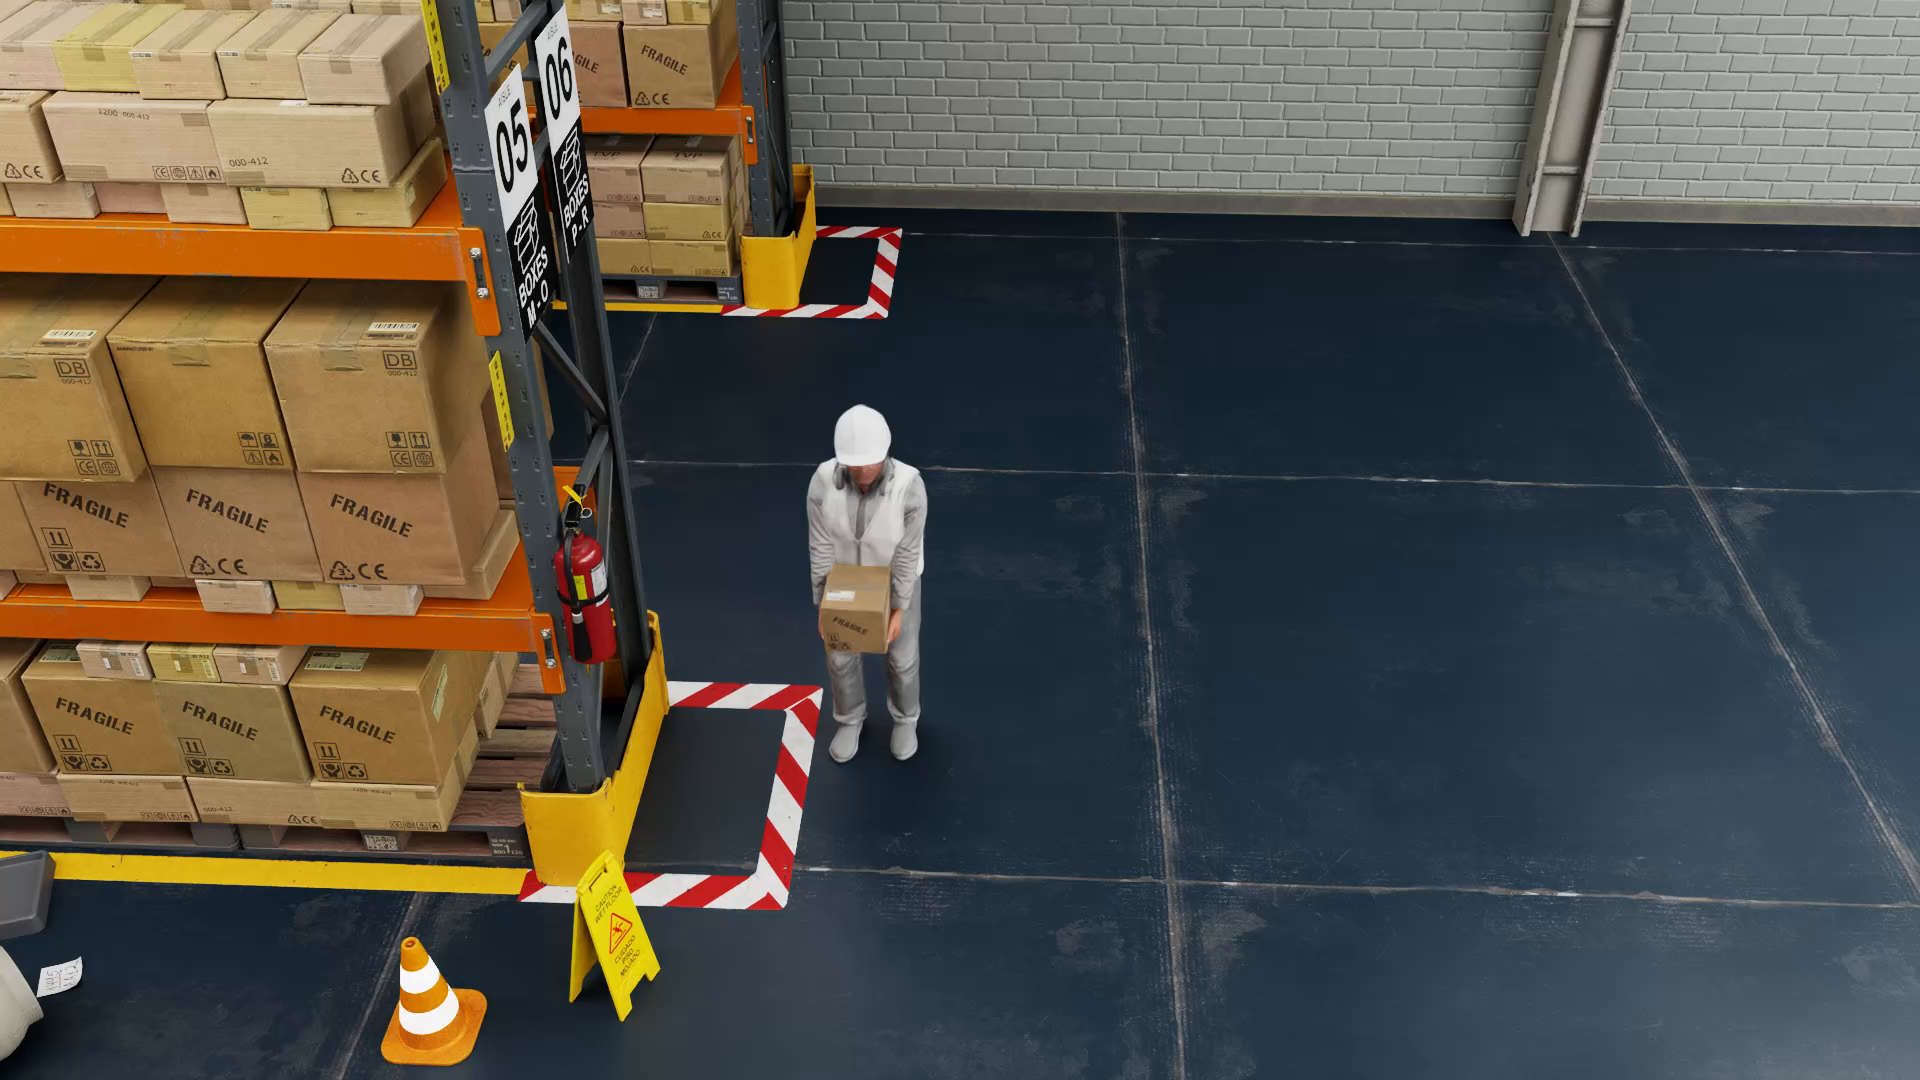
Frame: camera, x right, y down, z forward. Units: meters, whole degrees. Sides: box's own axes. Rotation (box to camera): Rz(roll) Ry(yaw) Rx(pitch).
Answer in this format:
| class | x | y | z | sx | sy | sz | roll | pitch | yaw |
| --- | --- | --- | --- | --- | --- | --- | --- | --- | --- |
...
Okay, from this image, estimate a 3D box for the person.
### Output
| class | x | y | z | sx | sy | sz | roll | pitch | yaw |
| --- | --- | --- | --- | --- | --- | --- | --- | --- | --- |
| person | -0.369 | 0.197 | 6.838 | 0.484 | 1.756 | 0.584 | 4 | 36 | 5 |
